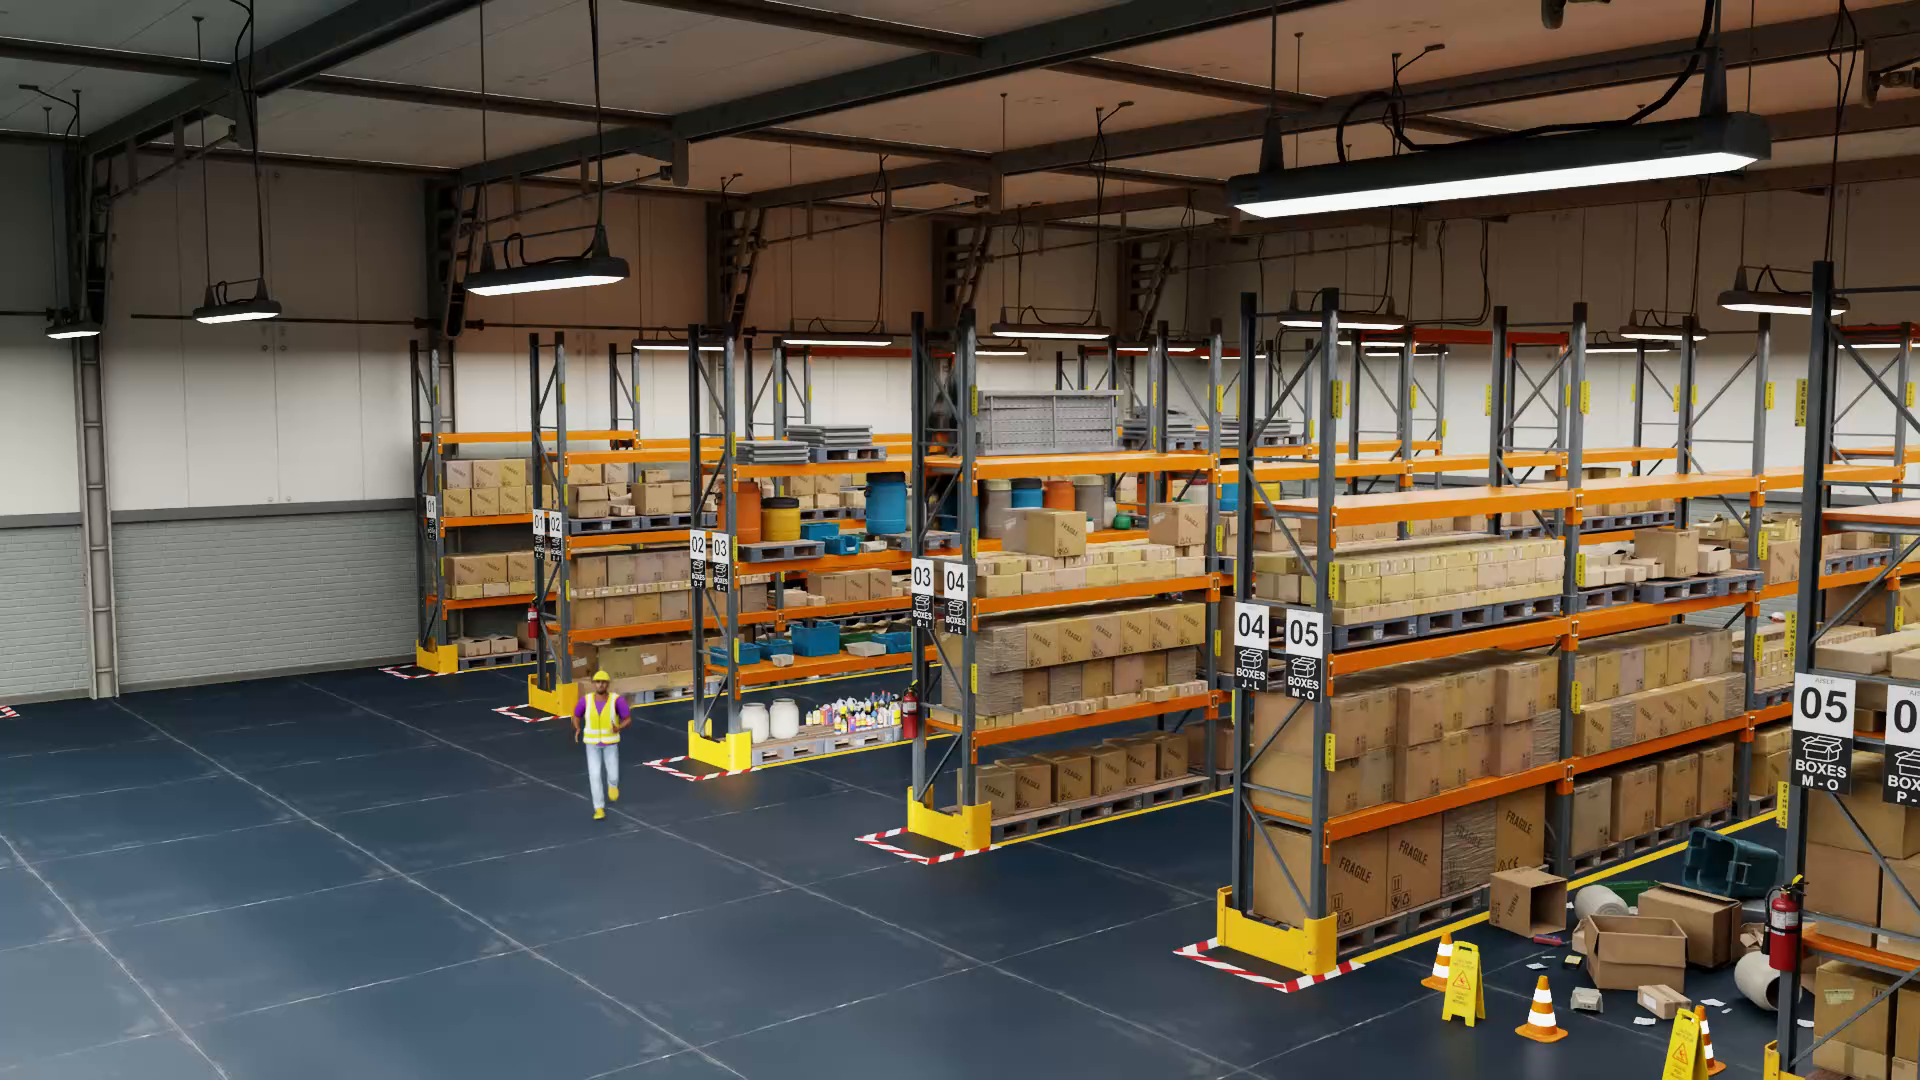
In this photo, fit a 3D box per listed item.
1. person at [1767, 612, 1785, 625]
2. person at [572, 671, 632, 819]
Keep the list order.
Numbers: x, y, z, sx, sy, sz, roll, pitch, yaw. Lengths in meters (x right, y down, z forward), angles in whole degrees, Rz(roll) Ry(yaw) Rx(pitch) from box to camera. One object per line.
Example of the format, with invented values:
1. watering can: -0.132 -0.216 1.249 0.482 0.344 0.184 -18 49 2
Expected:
1. person: 12.388 1.961 25.220 0.698 1.737 0.693 -3 6 -26
2. person: -4.327 2.444 20.092 0.714 1.738 0.838 -1 5 -7
